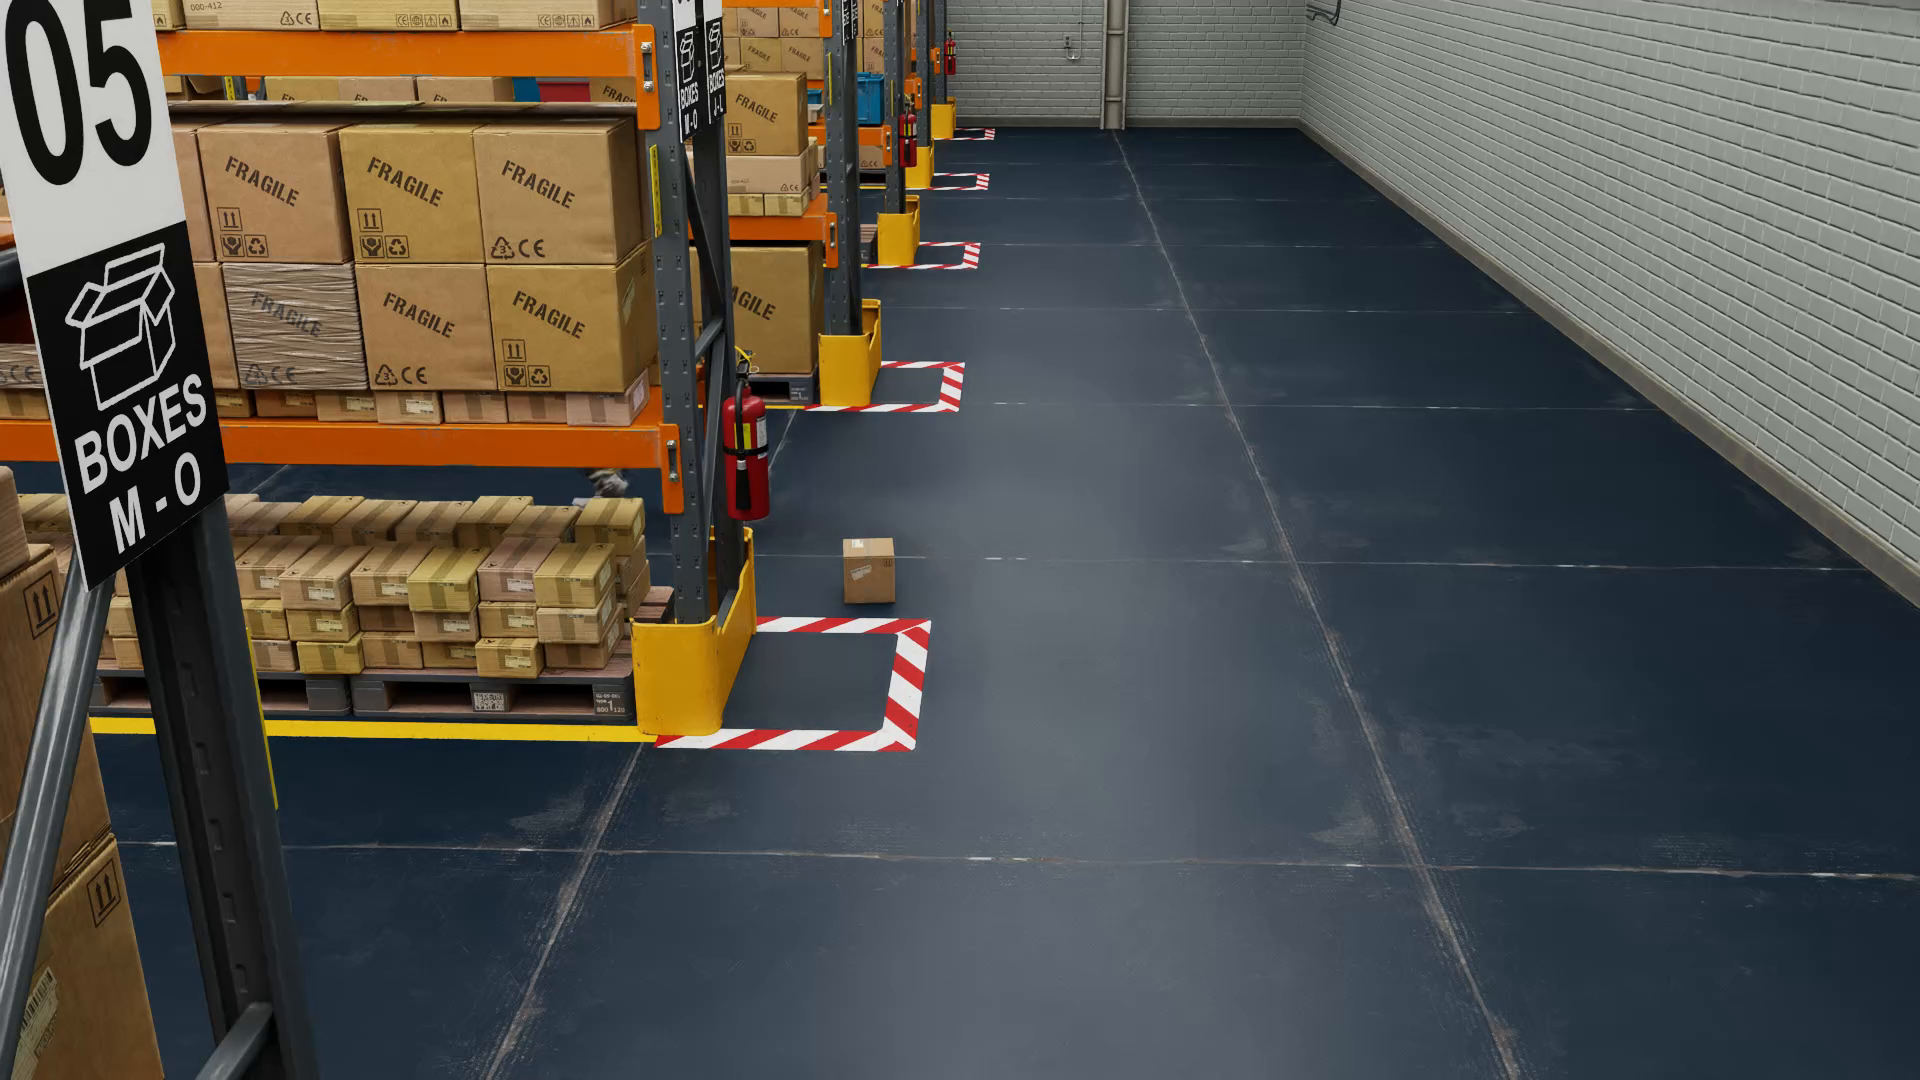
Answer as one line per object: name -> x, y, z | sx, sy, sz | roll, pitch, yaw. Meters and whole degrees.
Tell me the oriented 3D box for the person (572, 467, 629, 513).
person -> -2.034, -0.962, 9.051 | 0.480, 1.784, 0.572 | 4, 21, 11
